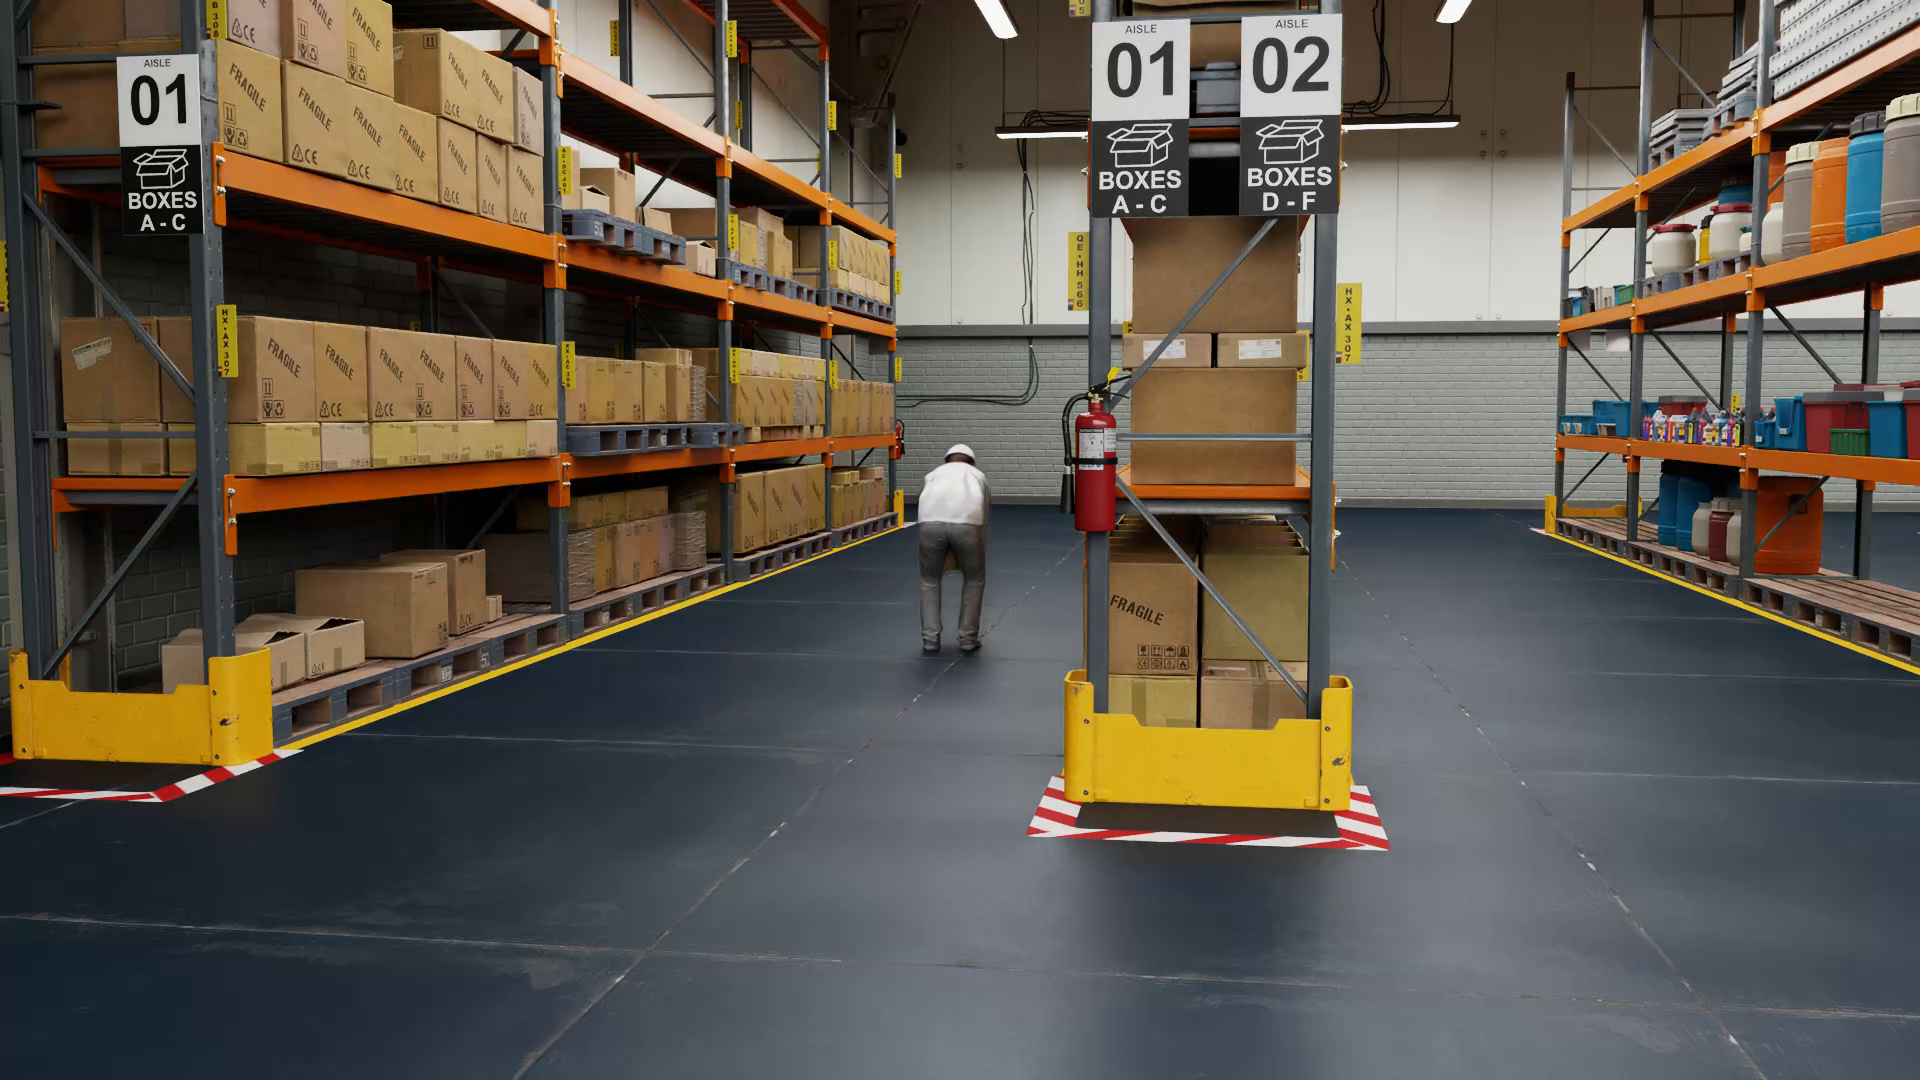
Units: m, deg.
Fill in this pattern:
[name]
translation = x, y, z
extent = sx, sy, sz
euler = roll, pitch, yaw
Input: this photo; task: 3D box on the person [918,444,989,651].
[person]
translation = -0.039, 0.036, 11.500
extent = 0.465, 1.389, 0.920
euler = 1, 4, 7
